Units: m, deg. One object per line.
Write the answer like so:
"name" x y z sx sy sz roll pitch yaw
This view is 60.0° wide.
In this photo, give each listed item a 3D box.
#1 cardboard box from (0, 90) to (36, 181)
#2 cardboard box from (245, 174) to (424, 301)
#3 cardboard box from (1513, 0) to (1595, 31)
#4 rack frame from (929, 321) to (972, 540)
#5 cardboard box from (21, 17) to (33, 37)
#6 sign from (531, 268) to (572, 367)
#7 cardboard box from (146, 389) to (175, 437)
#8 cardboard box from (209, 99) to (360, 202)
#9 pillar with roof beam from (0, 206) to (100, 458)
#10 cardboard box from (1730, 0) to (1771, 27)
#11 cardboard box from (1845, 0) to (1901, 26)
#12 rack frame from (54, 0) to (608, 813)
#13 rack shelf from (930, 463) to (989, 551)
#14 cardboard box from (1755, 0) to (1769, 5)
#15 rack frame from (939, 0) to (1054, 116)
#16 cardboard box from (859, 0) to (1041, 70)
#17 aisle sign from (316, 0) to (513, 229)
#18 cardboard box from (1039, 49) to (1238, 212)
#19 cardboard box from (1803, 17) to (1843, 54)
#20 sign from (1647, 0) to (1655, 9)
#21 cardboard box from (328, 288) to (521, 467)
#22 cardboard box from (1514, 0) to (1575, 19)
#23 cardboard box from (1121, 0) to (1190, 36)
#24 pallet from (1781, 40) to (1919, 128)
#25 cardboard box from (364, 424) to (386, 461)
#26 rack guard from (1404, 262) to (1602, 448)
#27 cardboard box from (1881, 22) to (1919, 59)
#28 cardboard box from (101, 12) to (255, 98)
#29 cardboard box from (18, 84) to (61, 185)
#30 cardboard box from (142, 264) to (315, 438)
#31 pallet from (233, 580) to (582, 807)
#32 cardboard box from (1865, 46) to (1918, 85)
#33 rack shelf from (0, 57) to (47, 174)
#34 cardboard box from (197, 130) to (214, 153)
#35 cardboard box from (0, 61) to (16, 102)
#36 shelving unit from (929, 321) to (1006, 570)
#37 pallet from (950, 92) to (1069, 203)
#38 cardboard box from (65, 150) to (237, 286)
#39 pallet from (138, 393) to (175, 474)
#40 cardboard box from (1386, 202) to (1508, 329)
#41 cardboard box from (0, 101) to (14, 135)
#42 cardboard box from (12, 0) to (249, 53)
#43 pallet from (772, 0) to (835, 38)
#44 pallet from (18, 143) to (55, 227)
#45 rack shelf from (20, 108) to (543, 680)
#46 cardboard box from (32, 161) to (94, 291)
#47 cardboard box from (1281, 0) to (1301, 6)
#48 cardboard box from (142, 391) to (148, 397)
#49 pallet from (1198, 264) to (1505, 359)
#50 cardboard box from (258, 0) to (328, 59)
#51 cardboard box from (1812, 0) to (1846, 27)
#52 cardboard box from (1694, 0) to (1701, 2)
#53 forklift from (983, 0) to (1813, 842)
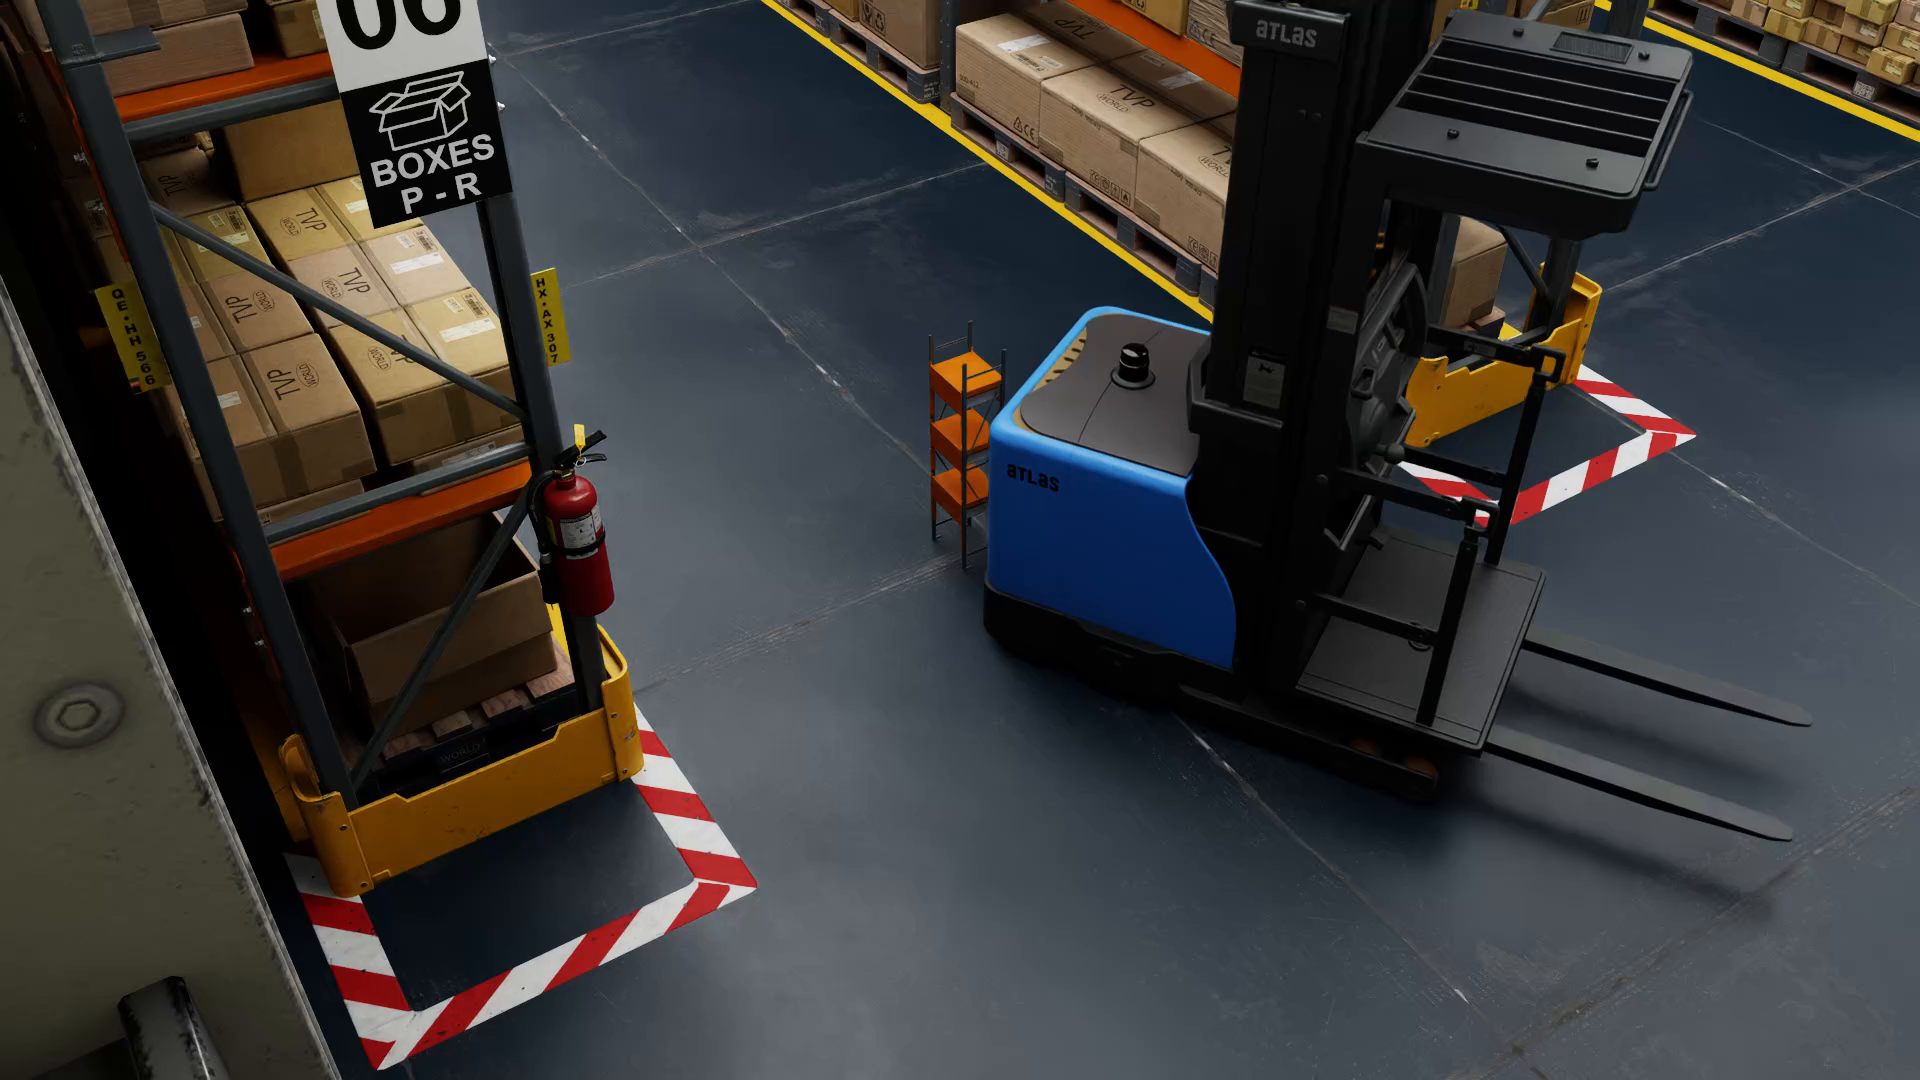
"cardboard box" -4.912 -2.229 9.207 0.500 0.500 0.500 -24 46 -26
"cardboard box" -2.268 -1.088 6.097 0.500 0.250 0.500 -23 45 -25
"cardboard box" 2.462 -2.256 7.536 0.500 0.500 0.500 -23 45 -25
"rack frame" -0.037 -0.440 6.958 0.200 1.050 0.008 -22 45 -24
"cardboard box" -2.423 -1.548 4.618 0.380 0.149 0.250 -21 44 -23
"sign" -1.247 -0.668 5.033 0.100 0.325 0.005 -22 45 -24
"cardboard box" -2.594 -0.533 5.742 0.380 0.149 0.250 -22 45 -24
"cardboard box" -2.529 -1.641 6.175 0.500 0.500 0.500 -21 44 -23
"pillar with roof beam" -0.611 -5.408 6.711 9.100 9.000 0.400 -22 45 -24
"cardboard box" 5.382 -3.572 11.092 0.380 0.149 0.250 -21 44 -24
"cardboard box" 5.766 -3.362 10.376 0.380 0.149 0.250 -23 45 -25
"rack frame" -1.705 -0.149 5.085 1.000 3.000 0.127 -22 45 -24
"rack shelf" 0.029 -0.153 7.064 0.215 0.259 0.240 -22 45 -24
"cardboard box" 5.381 -3.685 10.995 0.380 0.149 0.250 -20 44 -22
"rack frame" 0.327 -4.018 9.729 1.000 3.000 0.127 -22 45 -24
"cardboard box" -0.073 -3.671 10.643 0.875 0.875 0.875 -21 44 -23
"aisle sign" -1.421 -1.212 4.330 0.394 0.787 0.004 -22 45 -24
"cardboard box" 1.056 -2.337 9.384 0.875 0.438 0.875 -24 45 -26
"cardboard box" 5.702 -3.301 10.767 0.380 0.149 0.250 -22 44 -24
"sign" 2.949 -2.410 7.061 0.100 0.325 0.005 -22 45 -24
"cardboard box" -1.722 -0.543 5.443 0.500 0.250 0.500 -22 45 -24
"cardboard box" 2.460 -2.639 7.215 0.500 0.500 0.500 -23 45 -25
"cardboard box" 1.165 -2.892 8.299 0.500 0.500 0.500 -21 44 -23
"pallet" 6.150 -3.038 10.731 1.003 0.211 1.213 -22 45 -24
"cardboard box" -1.826 -0.446 5.638 0.380 0.149 0.250 -21 44 -23
"rack guard" 2.491 -0.886 7.923 1.175 0.500 0.348 -22 45 -24
"cardboard box" 5.978 -3.144 10.347 0.380 0.149 0.250 -23 45 -25
"cardboard box" -2.072 -1.298 4.317 0.380 0.149 0.250 -21 44 -23
"cardboard box" -3.541 -1.736 6.875 0.500 0.250 0.500 -23 45 -25
"cardboard box" -2.452 -0.641 5.561 0.500 0.250 0.500 -22 45 -24
"pallet" -2.175 0.452 6.543 1.003 0.211 1.213 -22 45 -24
"cardboard box" 5.915 -3.000 10.406 0.380 0.149 0.250 -21 44 -23
"rack shelf" -4.931 -3.111 9.202 1.077 0.370 4.000 -22 45 -24
"cardboard box" -2.837 -1.635 6.753 0.500 0.250 0.500 -23 45 -25
"cardboard box" -5.029 -2.541 9.075 0.380 0.149 0.250 -22 44 -24
"shelving unit" 0.029 -0.374 6.879 0.215 1.050 0.252 -22 45 -24
"pallet" 0.670 -2.510 10.097 1.003 0.211 1.213 -22 45 -24
"cardboard box" -2.995 -1.192 6.222 0.500 0.250 0.500 -22 45 -24
"pallet" -3.487 -0.865 8.124 1.003 0.211 1.213 -22 45 -24
"cardboard box" 2.039 -1.358 8.210 0.875 0.438 0.875 -24 45 -26
"cardboard box" -5.485 -2.787 9.876 0.500 0.500 0.500 -20 44 -22
"cardboard box" -2.173 -1.504 4.254 0.500 0.250 0.500 -23 45 -25
"pallet" -0.811 -3.997 11.882 1.003 0.211 1.213 -22 45 -24
"pallet" -4.985 -2.322 9.871 1.003 0.211 1.213 -22 45 -24
"rack shelf" -2.780 -0.952 6.611 1.077 0.370 4.000 -22 45 -24
"cardboard box" -4.369 -1.672 8.538 0.500 0.500 0.500 -22 45 -25
"cardboard box" 1.739 -2.343 7.641 0.500 0.500 0.500 -23 45 -25
"cardboard box" -3.700 -0.998 7.877 0.500 0.311 0.500 -21 44 -23
"pallet" 1.982 -1.193 8.517 1.003 0.211 1.213 -22 45 -24
"cardboard box" -1.680 -1.457 4.508 0.380 0.149 0.250 -21 44 -24
"cardboard box" 5.734 -3.445 10.708 0.380 0.149 0.250 -23 45 -25
"cardboard box" 5.103 -3.849 11.425 0.380 0.149 0.250 -23 45 -26
"forklift" 1.643 -0.562 5.635 3.031 2.935 1.130 18 43 21
